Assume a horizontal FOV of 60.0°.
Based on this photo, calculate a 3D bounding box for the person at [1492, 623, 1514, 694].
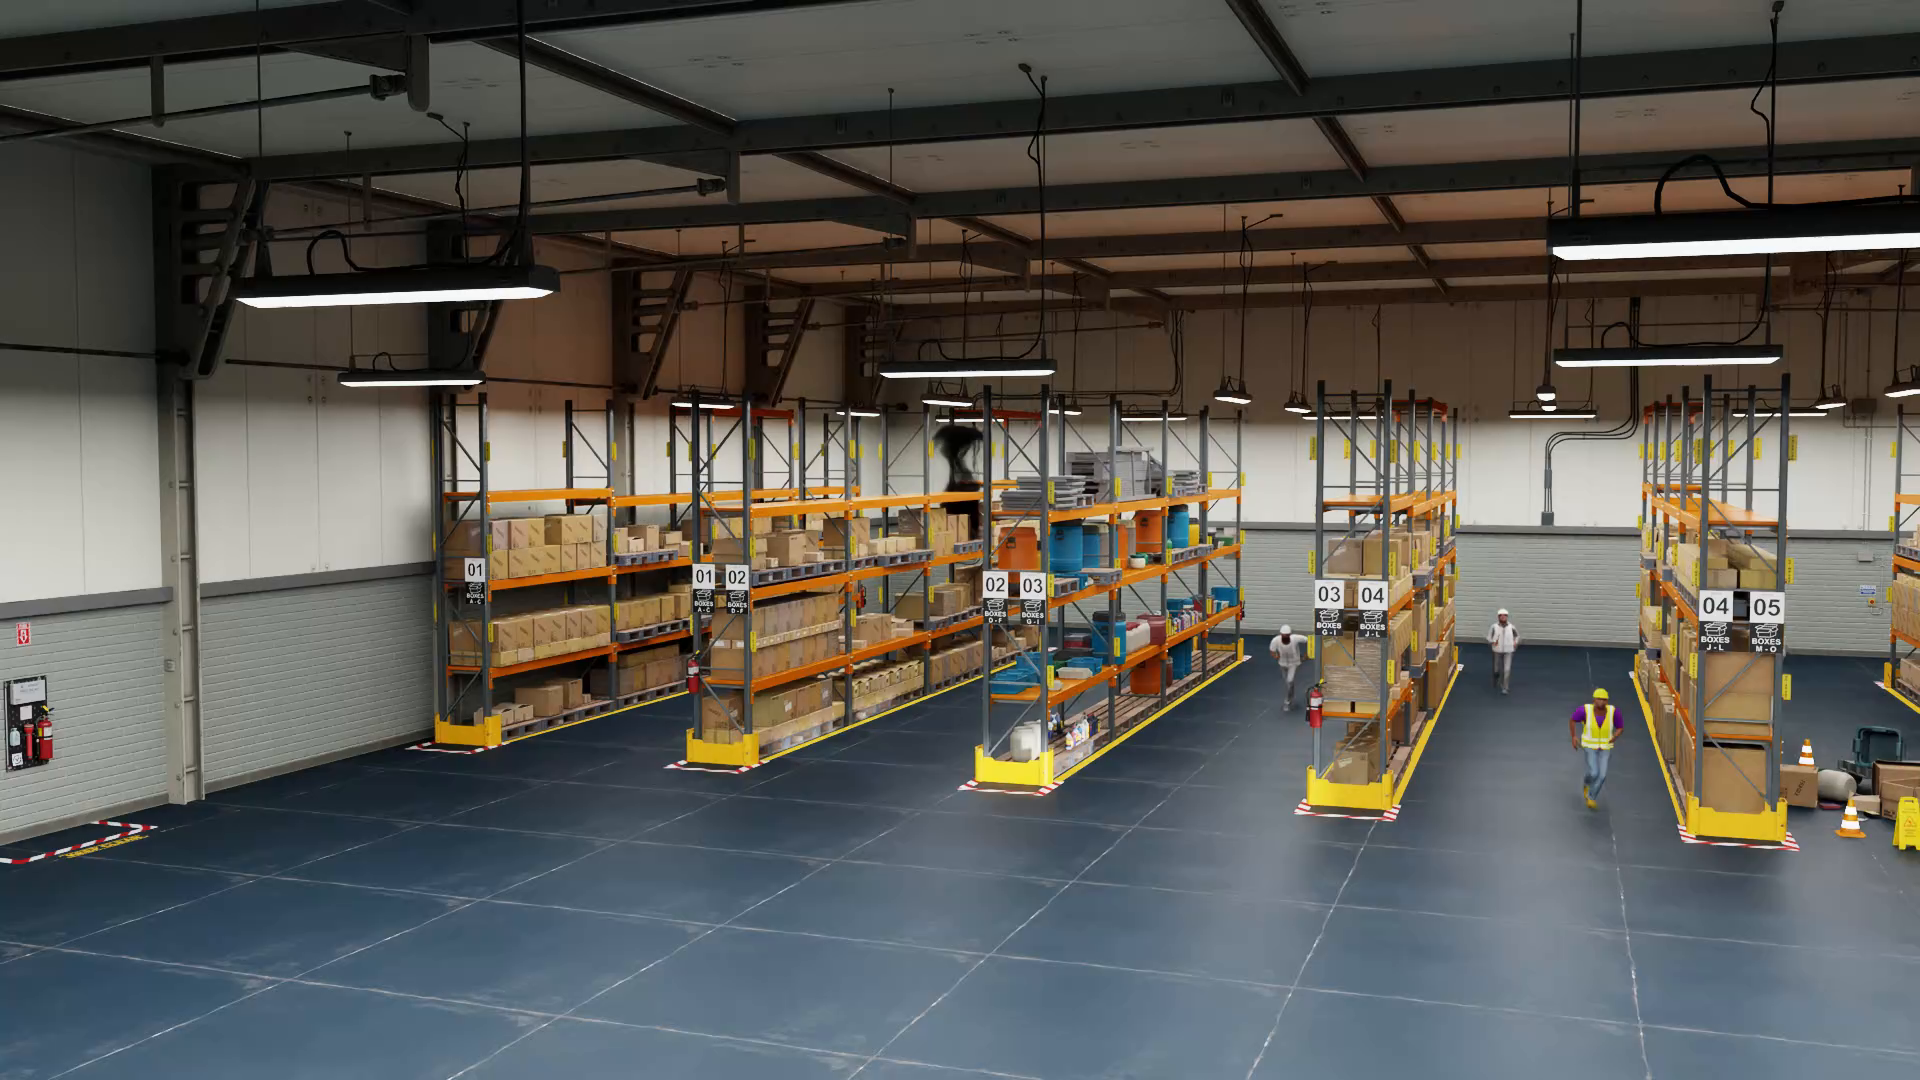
[{"bbox_3d":[11.269,2.439,34.518,0.446,1.455,0.760,1,3,14],"label":"person"}]

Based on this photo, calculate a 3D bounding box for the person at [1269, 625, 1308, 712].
[{"bbox_3d":[9.575,2.901,24.299,12.627,1.717,13.520,1,3,22],"label":"person"}]

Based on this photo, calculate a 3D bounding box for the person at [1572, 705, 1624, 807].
[{"bbox_3d":[8.931,3.017,23.327,0.657,1.475,0.505,0,3,6],"label":"person"}]

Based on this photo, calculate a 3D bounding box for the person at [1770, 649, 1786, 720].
[{"bbox_3d":[14.821,2.474,30.560,0.640,1.835,0.783,1,3,15],"label":"person"}]
